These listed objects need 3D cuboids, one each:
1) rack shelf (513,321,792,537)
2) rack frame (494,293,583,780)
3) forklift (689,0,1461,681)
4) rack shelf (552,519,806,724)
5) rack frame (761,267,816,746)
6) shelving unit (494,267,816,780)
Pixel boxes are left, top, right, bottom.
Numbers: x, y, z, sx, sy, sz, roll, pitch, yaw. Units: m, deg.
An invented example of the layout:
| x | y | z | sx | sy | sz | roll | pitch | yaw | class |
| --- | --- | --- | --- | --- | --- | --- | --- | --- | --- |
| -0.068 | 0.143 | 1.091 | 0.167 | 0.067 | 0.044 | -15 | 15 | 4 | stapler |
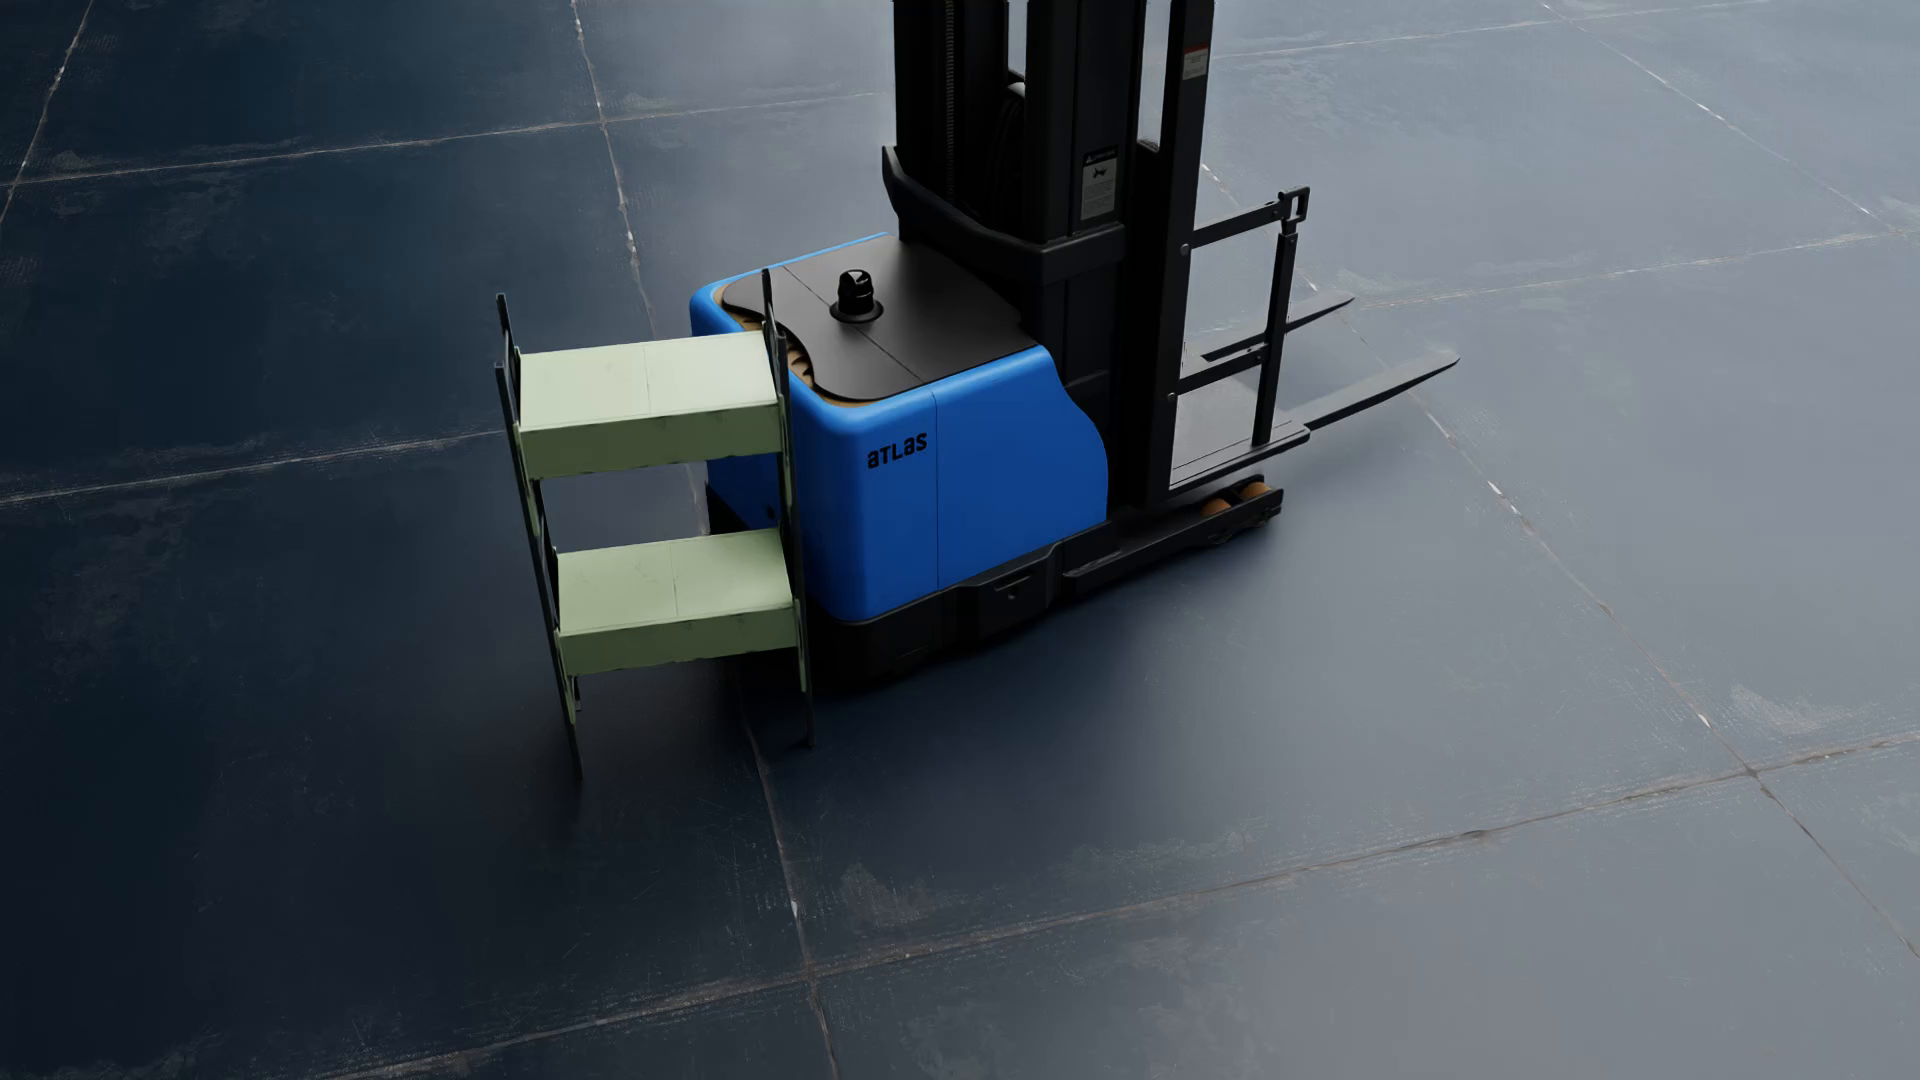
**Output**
| x | y | z | sx | sy | sz | roll | pitch | yaw | class |
| --- | --- | --- | --- | --- | --- | --- | --- | --- | --- |
| -0.871 | -0.322 | 4.718 | 0.720 | 0.370 | 0.431 | -7 | 38 | -9 | rack shelf |
| -1.229 | 0.033 | 4.896 | 0.023 | 1.500 | 0.400 | -7 | 38 | -9 | rack frame |
| 0.600 | -1.394 | 5.584 | 3.031 | 2.935 | 1.130 | -22 | 43 | -26 | forklift |
| -0.871 | 0.247 | 5.154 | 0.720 | 0.370 | 0.431 | -7 | 38 | -9 | rack shelf |
| -0.513 | -0.058 | 5.015 | 0.023 | 1.500 | 0.400 | -7 | 38 | -9 | rack frame |
| -0.871 | -0.012 | 4.956 | 0.755 | 1.500 | 0.431 | -7 | 38 | -9 | shelving unit |
